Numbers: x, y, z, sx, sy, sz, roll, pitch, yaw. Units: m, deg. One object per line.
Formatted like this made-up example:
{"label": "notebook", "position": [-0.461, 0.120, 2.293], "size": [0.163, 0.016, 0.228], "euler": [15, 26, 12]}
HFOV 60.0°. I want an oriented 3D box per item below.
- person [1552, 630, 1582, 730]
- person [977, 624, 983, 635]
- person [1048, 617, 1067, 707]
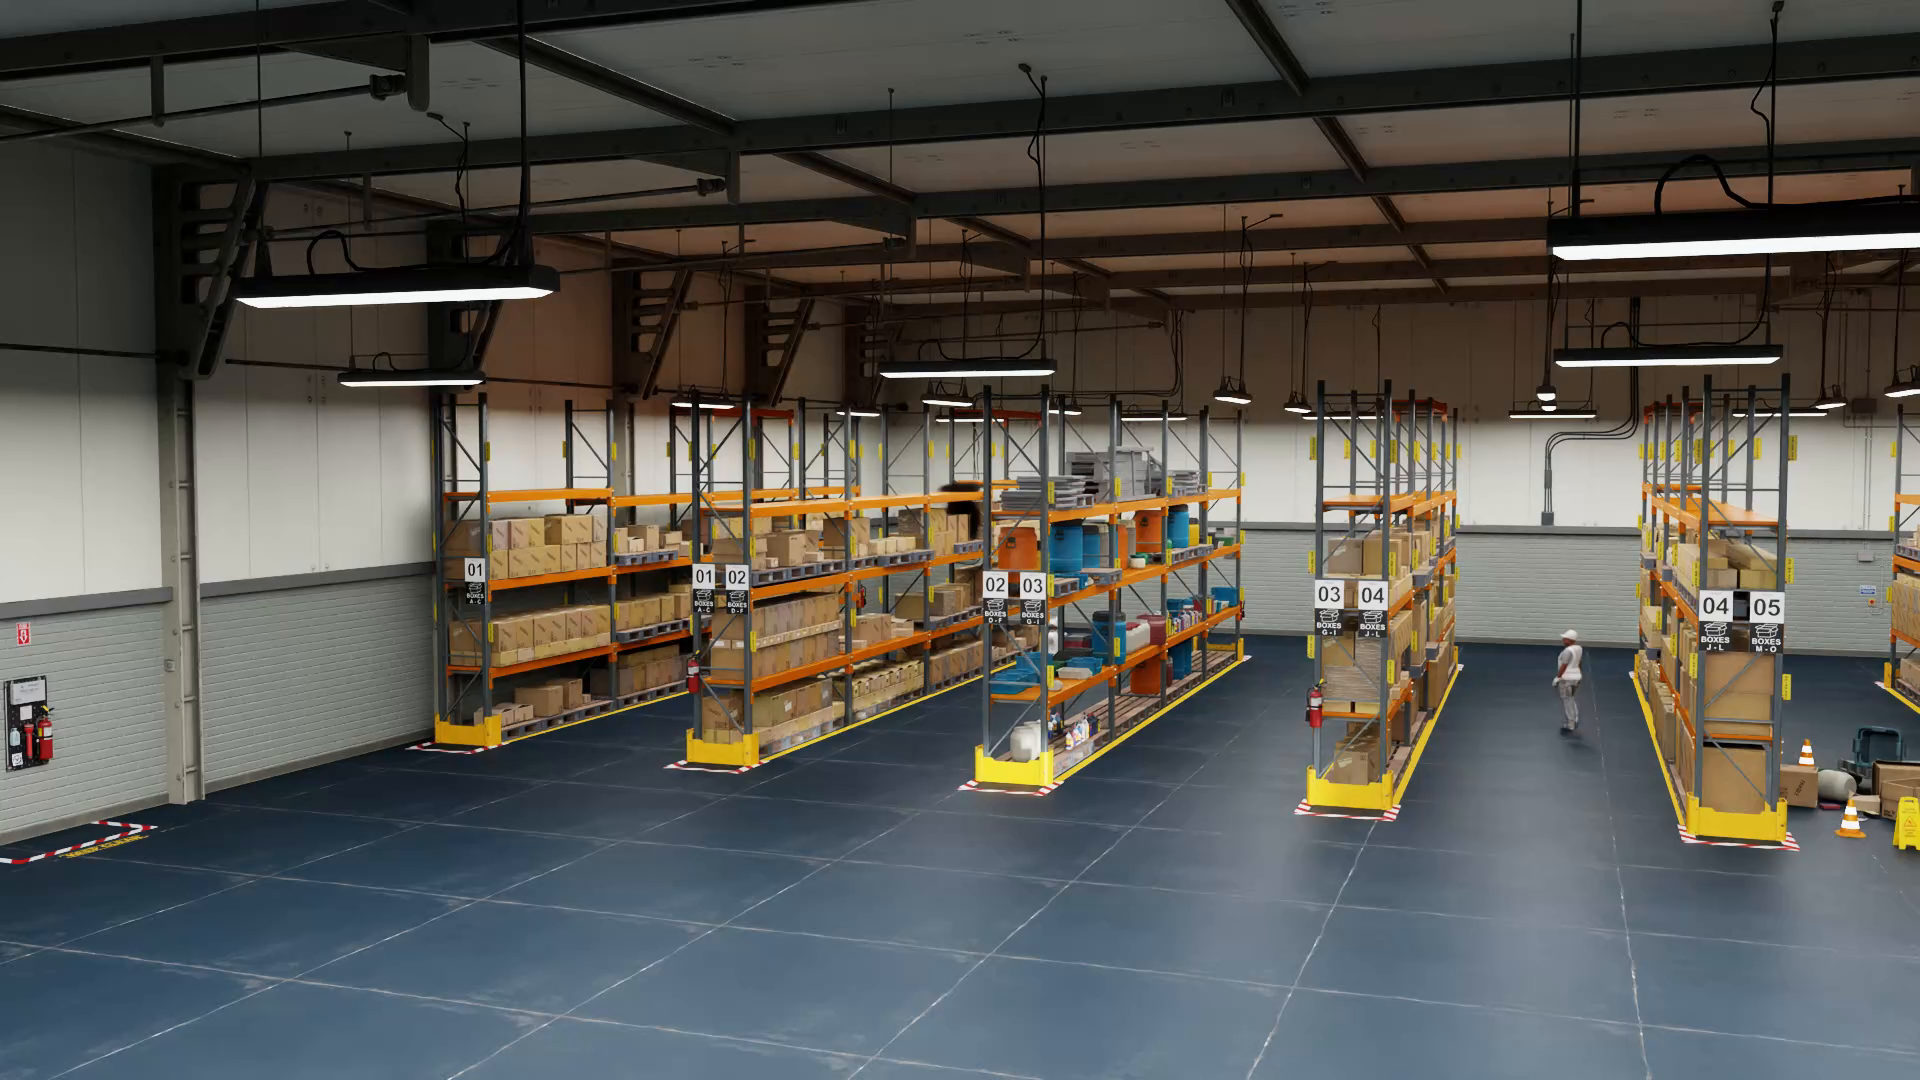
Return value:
{"label": "person", "position": [10.929, 2.526, 29.890], "size": [0.595, 1.827, 0.472], "euler": [-1, 3, -23]}
{"label": "person", "position": [0.659, 1.883, 42.891], "size": [0.356, 1.707, 0.553], "euler": [2, 4, 37]}
{"label": "person", "position": [1.845, 2.369, 32.611], "size": [0.562, 1.759, 0.648], "euler": [-1, 3, -24]}
